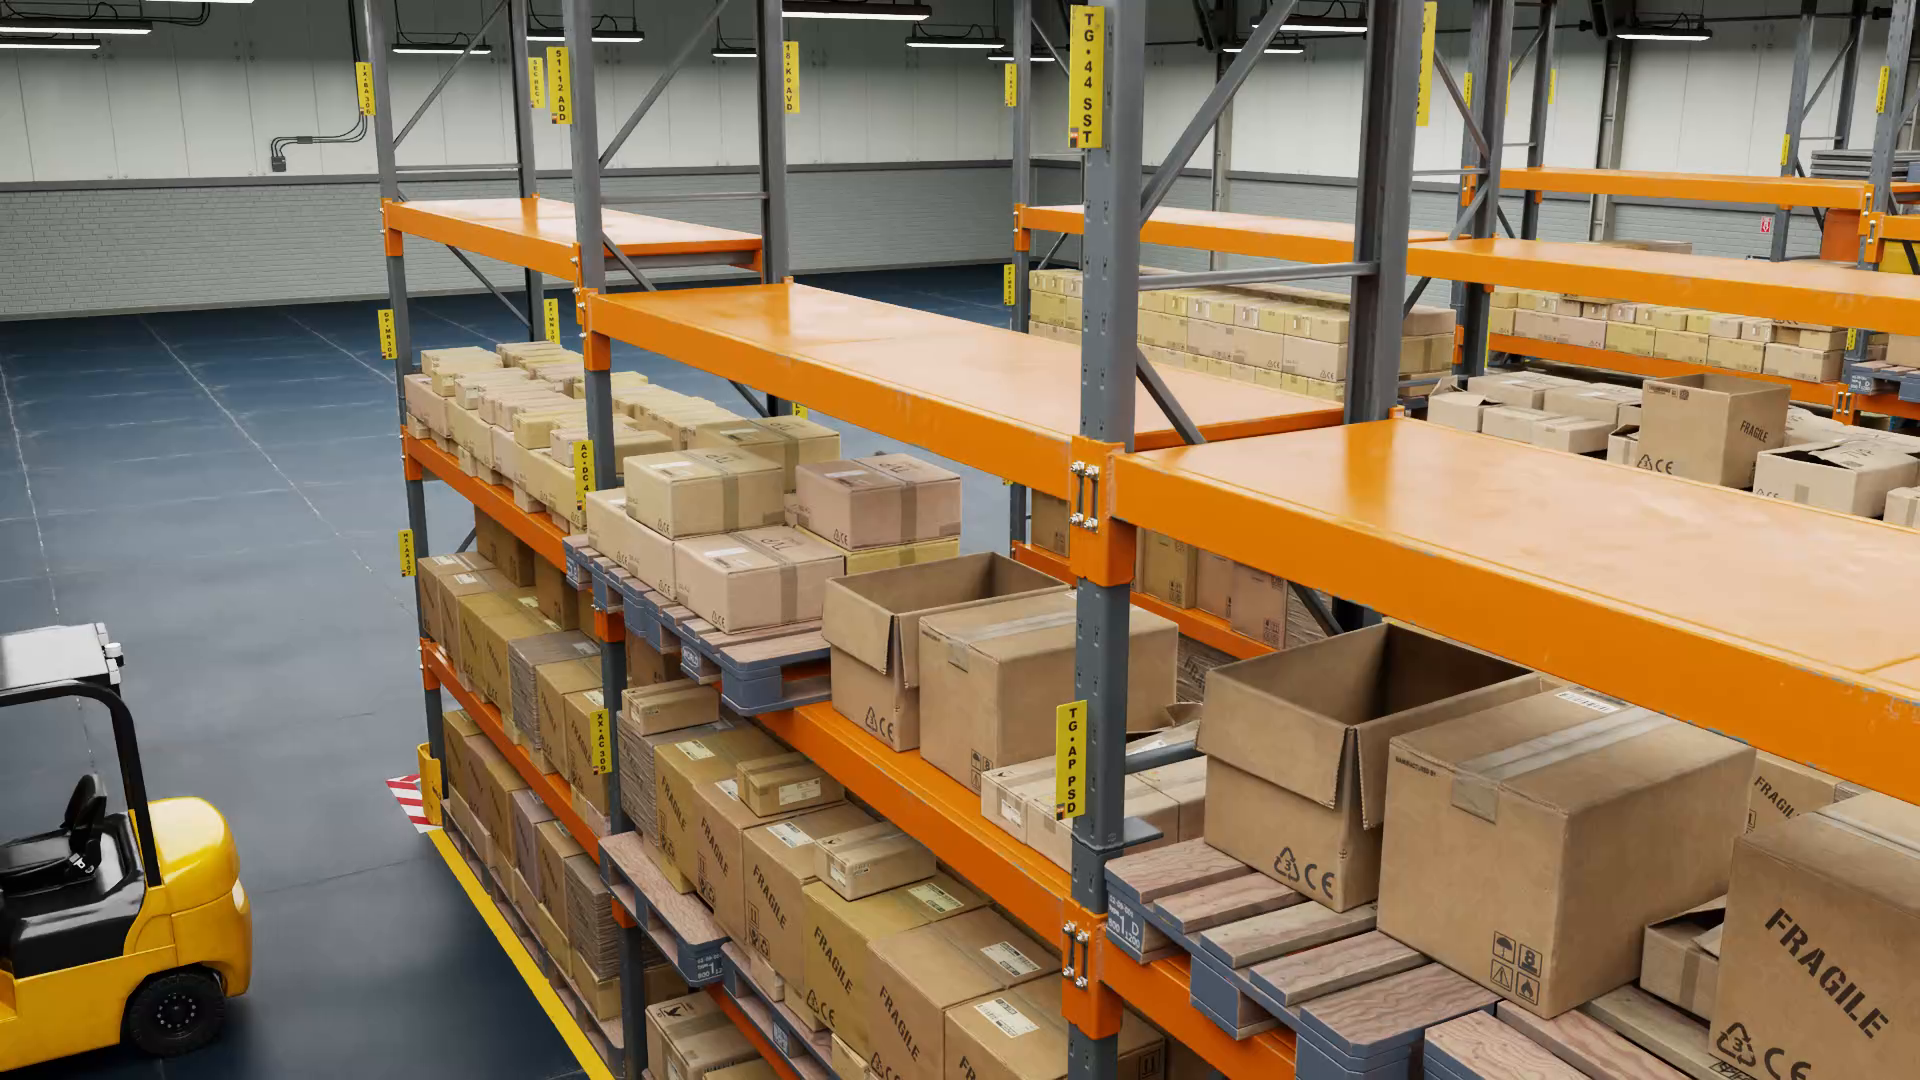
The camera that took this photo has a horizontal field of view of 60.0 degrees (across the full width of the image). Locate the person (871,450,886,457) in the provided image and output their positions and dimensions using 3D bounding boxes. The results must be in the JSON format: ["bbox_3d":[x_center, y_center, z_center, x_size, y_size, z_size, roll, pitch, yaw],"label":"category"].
[{"bbox_3d":[-0.717,-0.061,16.257,0.525,1.653,0.349,-10,18,-33],"label":"person"}]
